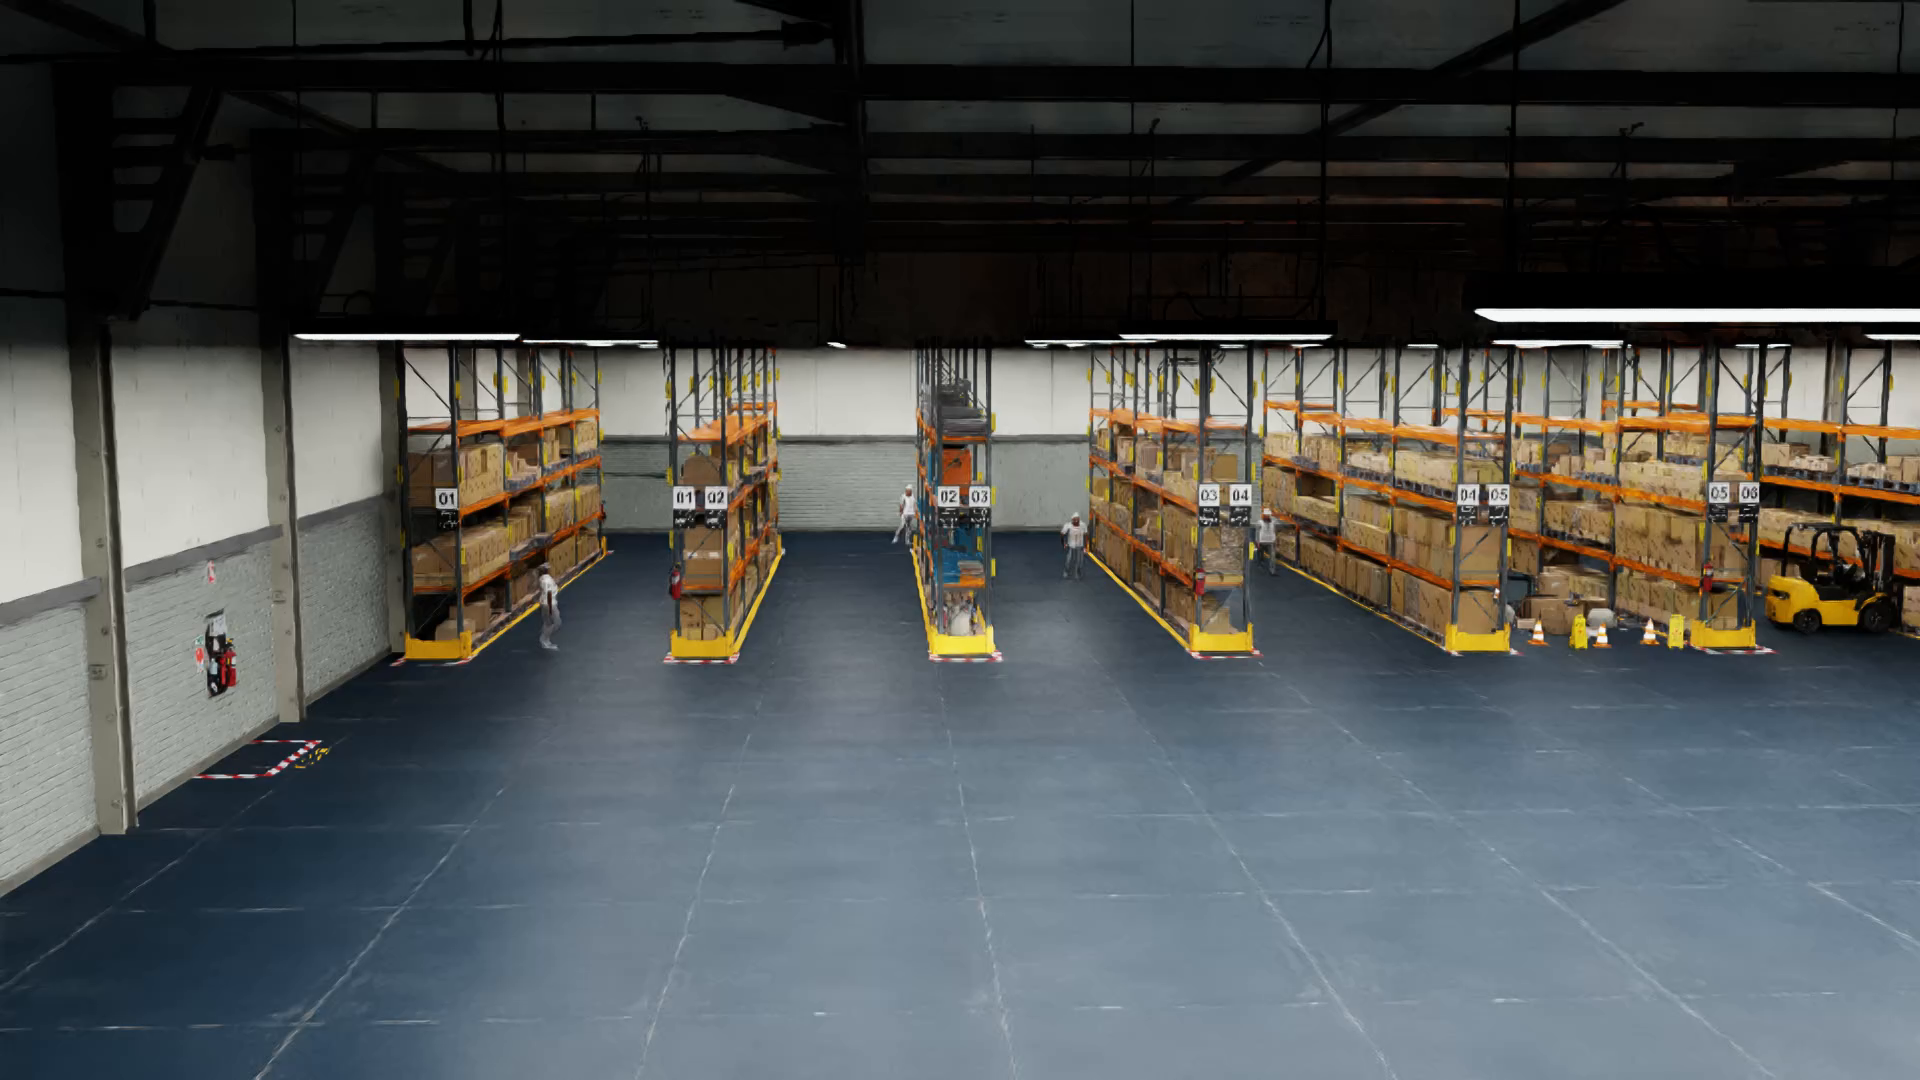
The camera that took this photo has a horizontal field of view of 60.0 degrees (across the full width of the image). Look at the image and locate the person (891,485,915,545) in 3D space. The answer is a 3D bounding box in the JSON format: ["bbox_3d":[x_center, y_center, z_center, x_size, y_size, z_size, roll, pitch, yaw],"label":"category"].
[{"bbox_3d":[-1.669,-0.744,49.204,0.747,1.775,0.518,-6,9,-43],"label":"person"}]

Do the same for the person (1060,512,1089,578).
[{"bbox_3d":[2.885,0.132,41.824,0.719,1.714,0.578,-1,7,-5],"label":"person"}]

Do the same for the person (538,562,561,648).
[{"bbox_3d":[-7.937,1.266,31.961,0.423,1.674,0.508,-4,8,-31],"label":"person"}]

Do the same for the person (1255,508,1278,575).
[{"bbox_3d":[7.851,0.020,42.726,0.543,1.698,1.111,0,6,0],"label":"person"}]
